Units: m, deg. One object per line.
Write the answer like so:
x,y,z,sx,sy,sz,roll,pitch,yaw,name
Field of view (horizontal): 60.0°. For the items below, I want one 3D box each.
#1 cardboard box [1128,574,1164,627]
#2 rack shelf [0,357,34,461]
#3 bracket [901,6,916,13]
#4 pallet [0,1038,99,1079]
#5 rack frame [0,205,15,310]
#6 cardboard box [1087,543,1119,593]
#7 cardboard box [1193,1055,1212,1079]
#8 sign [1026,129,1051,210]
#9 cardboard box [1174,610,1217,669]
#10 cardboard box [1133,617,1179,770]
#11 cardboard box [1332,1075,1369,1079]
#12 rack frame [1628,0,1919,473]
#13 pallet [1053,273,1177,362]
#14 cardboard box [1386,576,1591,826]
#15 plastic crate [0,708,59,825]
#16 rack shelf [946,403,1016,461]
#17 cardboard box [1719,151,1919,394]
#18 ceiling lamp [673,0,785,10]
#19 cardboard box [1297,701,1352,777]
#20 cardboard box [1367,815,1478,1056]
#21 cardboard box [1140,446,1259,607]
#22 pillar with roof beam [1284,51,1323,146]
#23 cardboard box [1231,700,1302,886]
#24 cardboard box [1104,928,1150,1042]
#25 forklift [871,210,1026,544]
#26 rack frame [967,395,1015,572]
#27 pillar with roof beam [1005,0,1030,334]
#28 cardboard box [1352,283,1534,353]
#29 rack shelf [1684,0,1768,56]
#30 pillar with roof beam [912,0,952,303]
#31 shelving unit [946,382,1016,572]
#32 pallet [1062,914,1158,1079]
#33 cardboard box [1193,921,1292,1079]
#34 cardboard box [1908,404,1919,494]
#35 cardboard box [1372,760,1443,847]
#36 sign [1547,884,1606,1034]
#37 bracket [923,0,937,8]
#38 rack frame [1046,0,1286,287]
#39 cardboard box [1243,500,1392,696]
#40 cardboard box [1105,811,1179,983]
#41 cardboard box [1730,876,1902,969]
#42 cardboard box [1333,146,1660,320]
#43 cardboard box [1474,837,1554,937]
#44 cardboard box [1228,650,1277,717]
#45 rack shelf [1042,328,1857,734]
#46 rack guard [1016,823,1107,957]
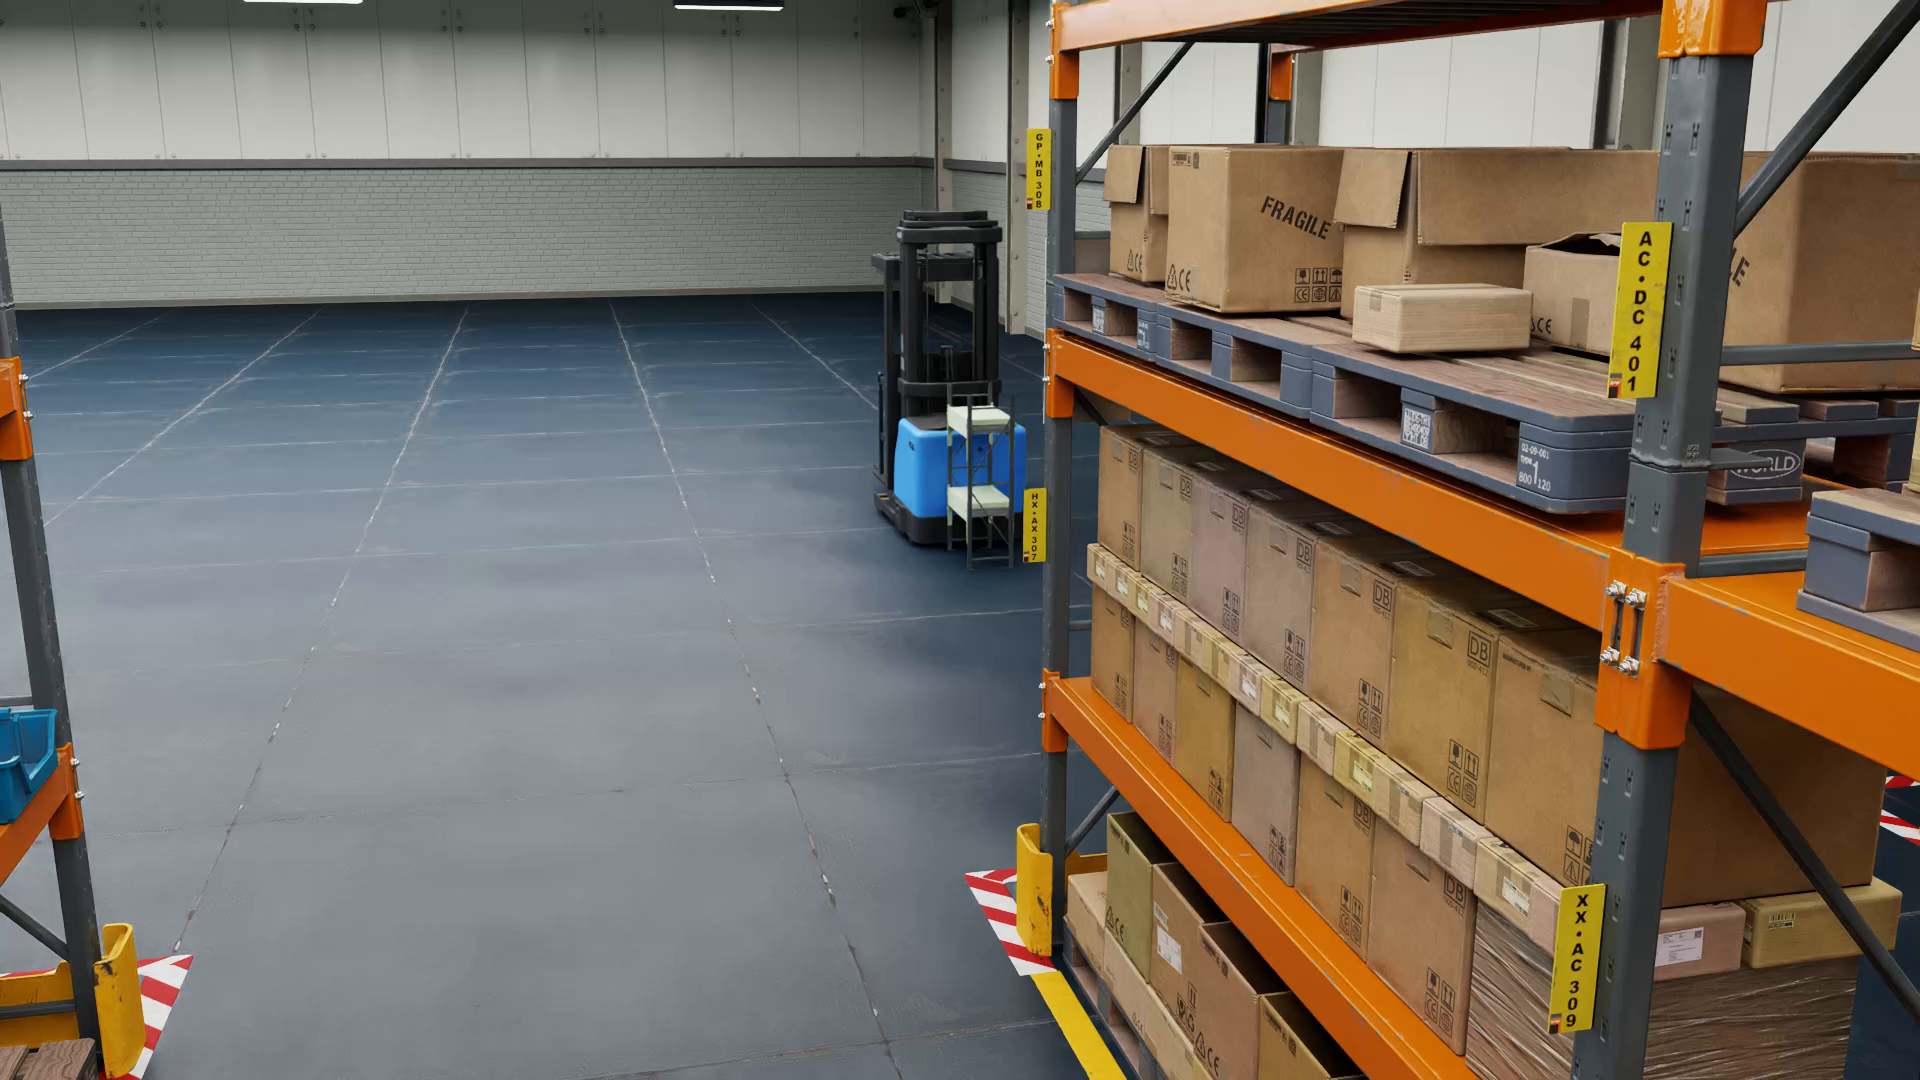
0.869,0.224,6.437,0.380,0.149,0.250,-3,14,-13,cardboard box
-3.481,-0.005,4.145,1.077,0.370,4.000,-3,14,-13,rack shelf
-1.222,-11.867,37.280,0.076,0.066,3.189,-3,14,-13,bracket
-3.702,2.199,5.805,1.003,0.211,1.213,-3,14,-13,pallet
-3.951,-2.273,5.592,1.000,3.000,0.127,-3,14,-13,rack frame
0.747,0.105,6.922,0.380,0.149,0.250,-3,14,-14,cardboard box
1.125,1.980,5.733,0.500,0.250,0.500,-3,14,-13,cardboard box
0.324,-1.524,6.840,0.100,0.325,0.005,-3,14,-13,sign
0.991,0.343,5.947,0.380,0.149,0.250,-4,14,-15,cardboard box
1.090,0.547,6.480,0.700,0.500,0.500,-3,14,-12,cardboard box
1.377,1.846,4.704,0.500,0.500,0.500,-3,14,-13,cardboard box
1.804,-1.625,2.941,1.000,3.000,0.127,-3,14,-13,rack frame
1.006,-0.883,6.411,1.003,0.211,1.213,-3,14,-13,pallet
1.574,0.392,4.382,0.700,0.500,0.500,-3,14,-13,cardboard box
-3.543,0.813,5.917,0.499,0.251,0.616,-3,14,-13,plastic crate
0.174,-0.935,14.273,0.431,0.370,0.720,-3,14,-13,rack shelf
1.942,-0.620,3.755,0.500,0.500,0.500,-2,14,-9,cardboard box
-4.276,-11.300,30.243,2.000,3.185,0.800,-3,14,-13,ceiling lamp
1.235,0.582,4.972,0.380,0.149,0.250,-3,14,-12,cardboard box
1.564,1.017,4.556,0.700,0.500,0.500,-3,14,-14,cardboard box
1.103,-0.071,6.275,0.700,0.500,0.500,-4,14,-15,cardboard box
-0.319,-5.240,17.737,9.100,9.000,0.400,-3,14,-13,pillar with roof beam
1.328,0.783,5.514,0.700,0.500,0.500,-3,14,-11,cardboard box
0.895,1.749,6.678,0.500,0.250,0.500,-3,14,-13,cardboard box
-0.231,-1.693,16.002,1.130,2.935,3.031,-3,14,-13,forklift
0.259,-0.472,14.020,0.400,1.500,0.023,-3,14,-13,rack frame
-3.137,-8.008,29.068,9.100,9.000,0.400,-3,14,-13,pillar with roof beam
1.255,-0.581,4.337,0.380,0.149,0.250,-3,14,-13,cardboard box
2.274,-0.620,1.186,1.077,0.370,4.000,-3,14,-13,rack shelf
-4.546,-9.393,34.734,9.100,9.000,0.548,-3,14,-13,pillar with roof beam
0.174,-0.556,14.366,0.431,1.500,0.755,-3,14,-13,shelving unit
1.085,1.895,7.049,1.003,0.211,1.213,-3,14,-13,pallet
1.124,1.616,5.644,0.500,0.500,0.500,-3,14,-13,cardboard box
1.939,-0.157,2.681,0.500,0.250,0.500,-2,14,-7,cardboard box
1.349,0.697,4.501,0.380,0.149,0.250,-3,14,-13,cardboard box
1.265,0.861,3.413,0.100,0.325,0.005,-3,14,-13,sign
-0.609,-11.266,34.816,0.235,0.232,0.430,-3,14,-13,bracket
0.865,-2.548,6.718,1.000,3.000,0.127,-3,14,-13,rack frame
1.340,0.161,5.327,0.700,0.500,0.500,-3,14,-13,cardboard box
0.894,1.385,6.589,0.500,0.500,0.500,-3,14,-13,cardboard box
1.929,0.853,3.862,0.380,0.149,0.250,-3,14,-13,cardboard box
1.540,-0.877,4.802,0.797,0.503,0.637,-2,14,-7,cardboard box
1.476,0.817,4.006,0.380,0.149,0.250,-4,14,-14,cardboard box
1.108,0.460,5.470,0.380,0.149,0.250,-3,14,-13,cardboard box
1.334,-0.280,5.271,1.077,0.370,4.000,-3,14,-13,rack shelf
0.859,1.575,7.750,1.175,0.500,0.348,-3,14,-13,rack guard
